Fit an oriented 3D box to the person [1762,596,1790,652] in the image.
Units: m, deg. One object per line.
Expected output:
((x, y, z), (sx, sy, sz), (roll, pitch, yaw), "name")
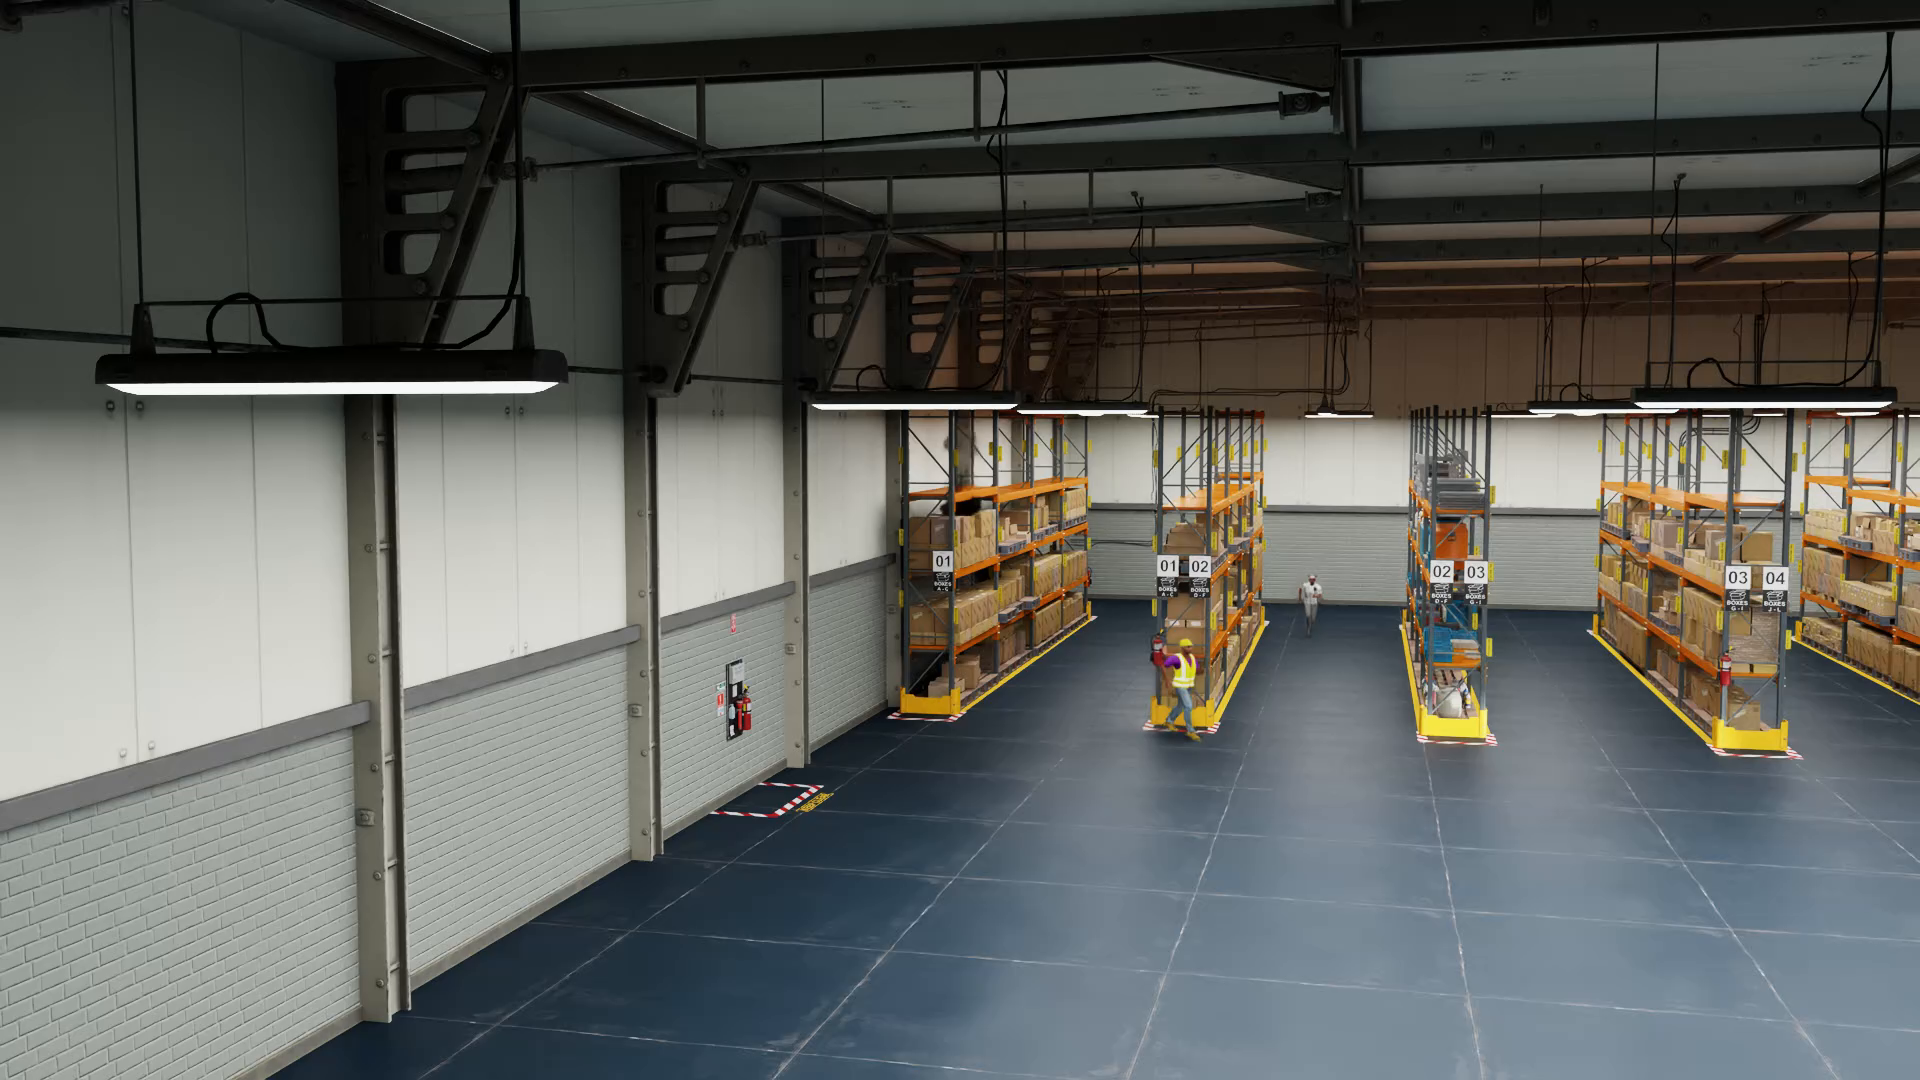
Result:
((20.217, 1.889, 41.260), (0.710, 1.766, 0.948), (1, 4, 14), "person")

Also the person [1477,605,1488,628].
((14.211, 1.581, 45.853), (0.762, 1.701, 0.565), (-2, 5, -26), "person")

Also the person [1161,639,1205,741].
((4.020, 2.670, 29.986), (0.685, 1.803, 0.907), (-4, 6, -44), "person")

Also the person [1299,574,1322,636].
((9.306, 1.712, 44.162), (0.604, 1.666, 0.791), (1, 4, 13), "person")
